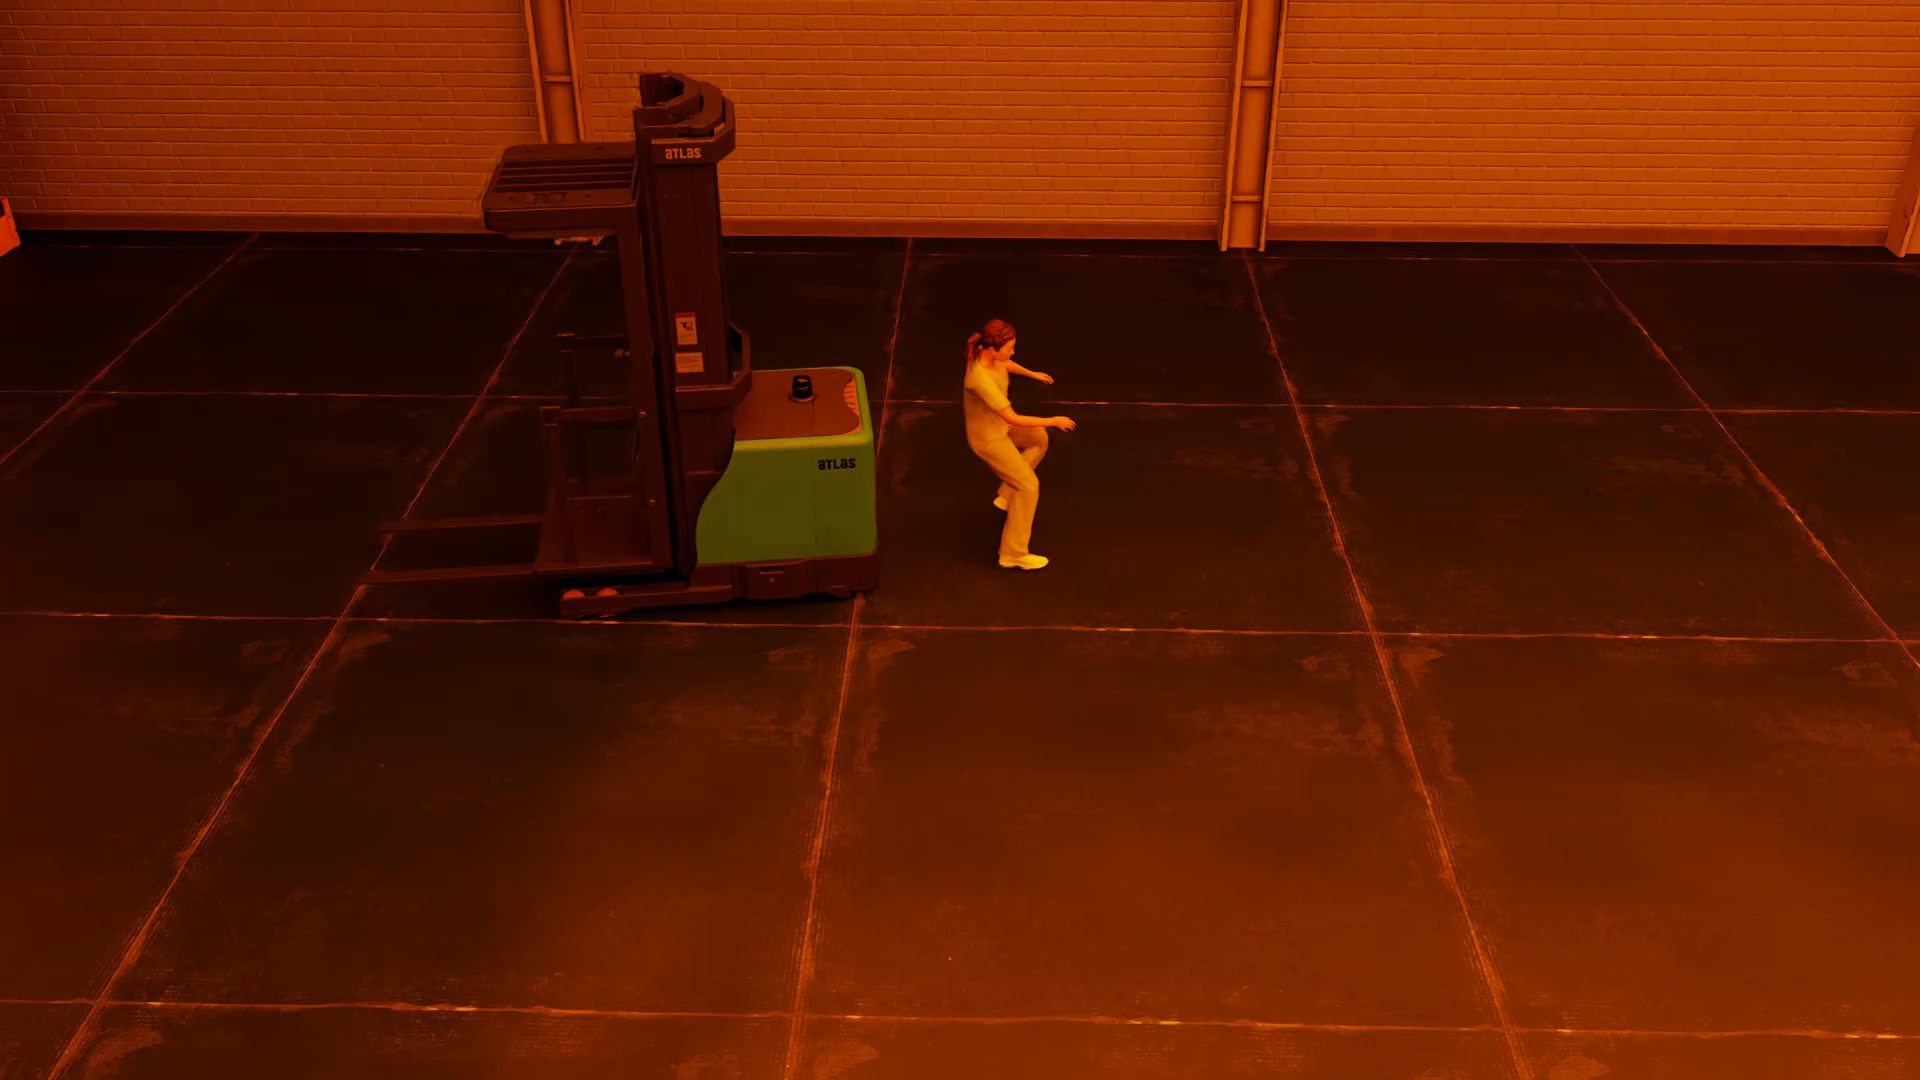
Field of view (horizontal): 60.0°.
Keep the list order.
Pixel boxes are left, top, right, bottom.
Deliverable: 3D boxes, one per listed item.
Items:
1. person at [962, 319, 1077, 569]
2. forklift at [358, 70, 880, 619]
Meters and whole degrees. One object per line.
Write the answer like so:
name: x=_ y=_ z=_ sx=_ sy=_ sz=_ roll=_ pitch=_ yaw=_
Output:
person: x=0.370 y=-0.675 z=10.181 sx=0.697 sy=1.484 sz=0.855 roll=3 pitch=31 yaw=5
forklift: x=-2.031 y=-1.084 z=9.452 sx=3.031 sy=2.935 sz=1.130 roll=-3 pitch=31 yaw=-6
